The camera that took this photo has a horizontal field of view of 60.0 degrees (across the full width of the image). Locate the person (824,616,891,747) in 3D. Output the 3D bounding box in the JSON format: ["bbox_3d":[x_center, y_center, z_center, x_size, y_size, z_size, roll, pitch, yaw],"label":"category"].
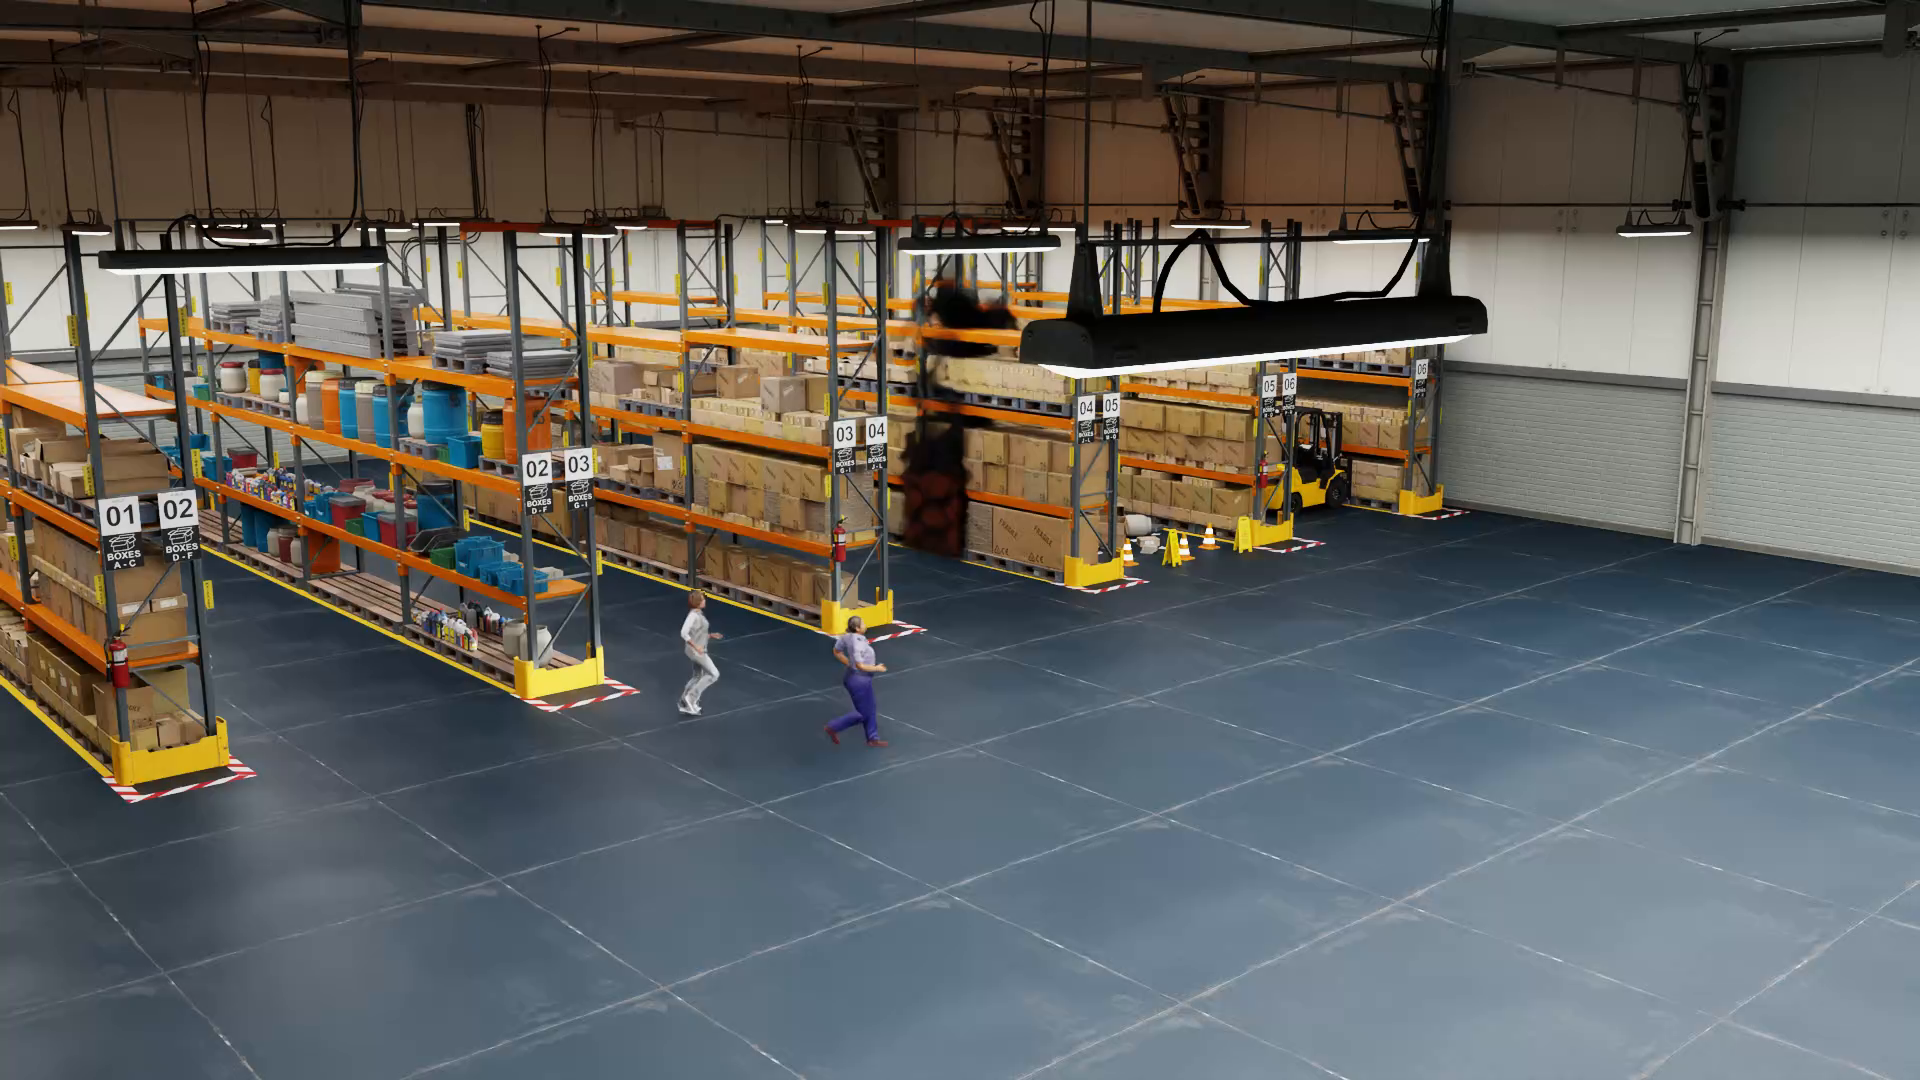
[{"bbox_3d":[-1.218,1.681,19.456,0.849,1.640,0.607,-4,12,-20],"label":"person"}]

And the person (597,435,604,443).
[{"bbox_3d":[-7.597,-1.452,34.590,0.658,1.729,0.976,-11,16,-43],"label":"person"}]

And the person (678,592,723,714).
[{"bbox_3d":[-3.263,1.412,20.856,0.593,1.558,0.517,-2,12,-8],"label":"person"}]
